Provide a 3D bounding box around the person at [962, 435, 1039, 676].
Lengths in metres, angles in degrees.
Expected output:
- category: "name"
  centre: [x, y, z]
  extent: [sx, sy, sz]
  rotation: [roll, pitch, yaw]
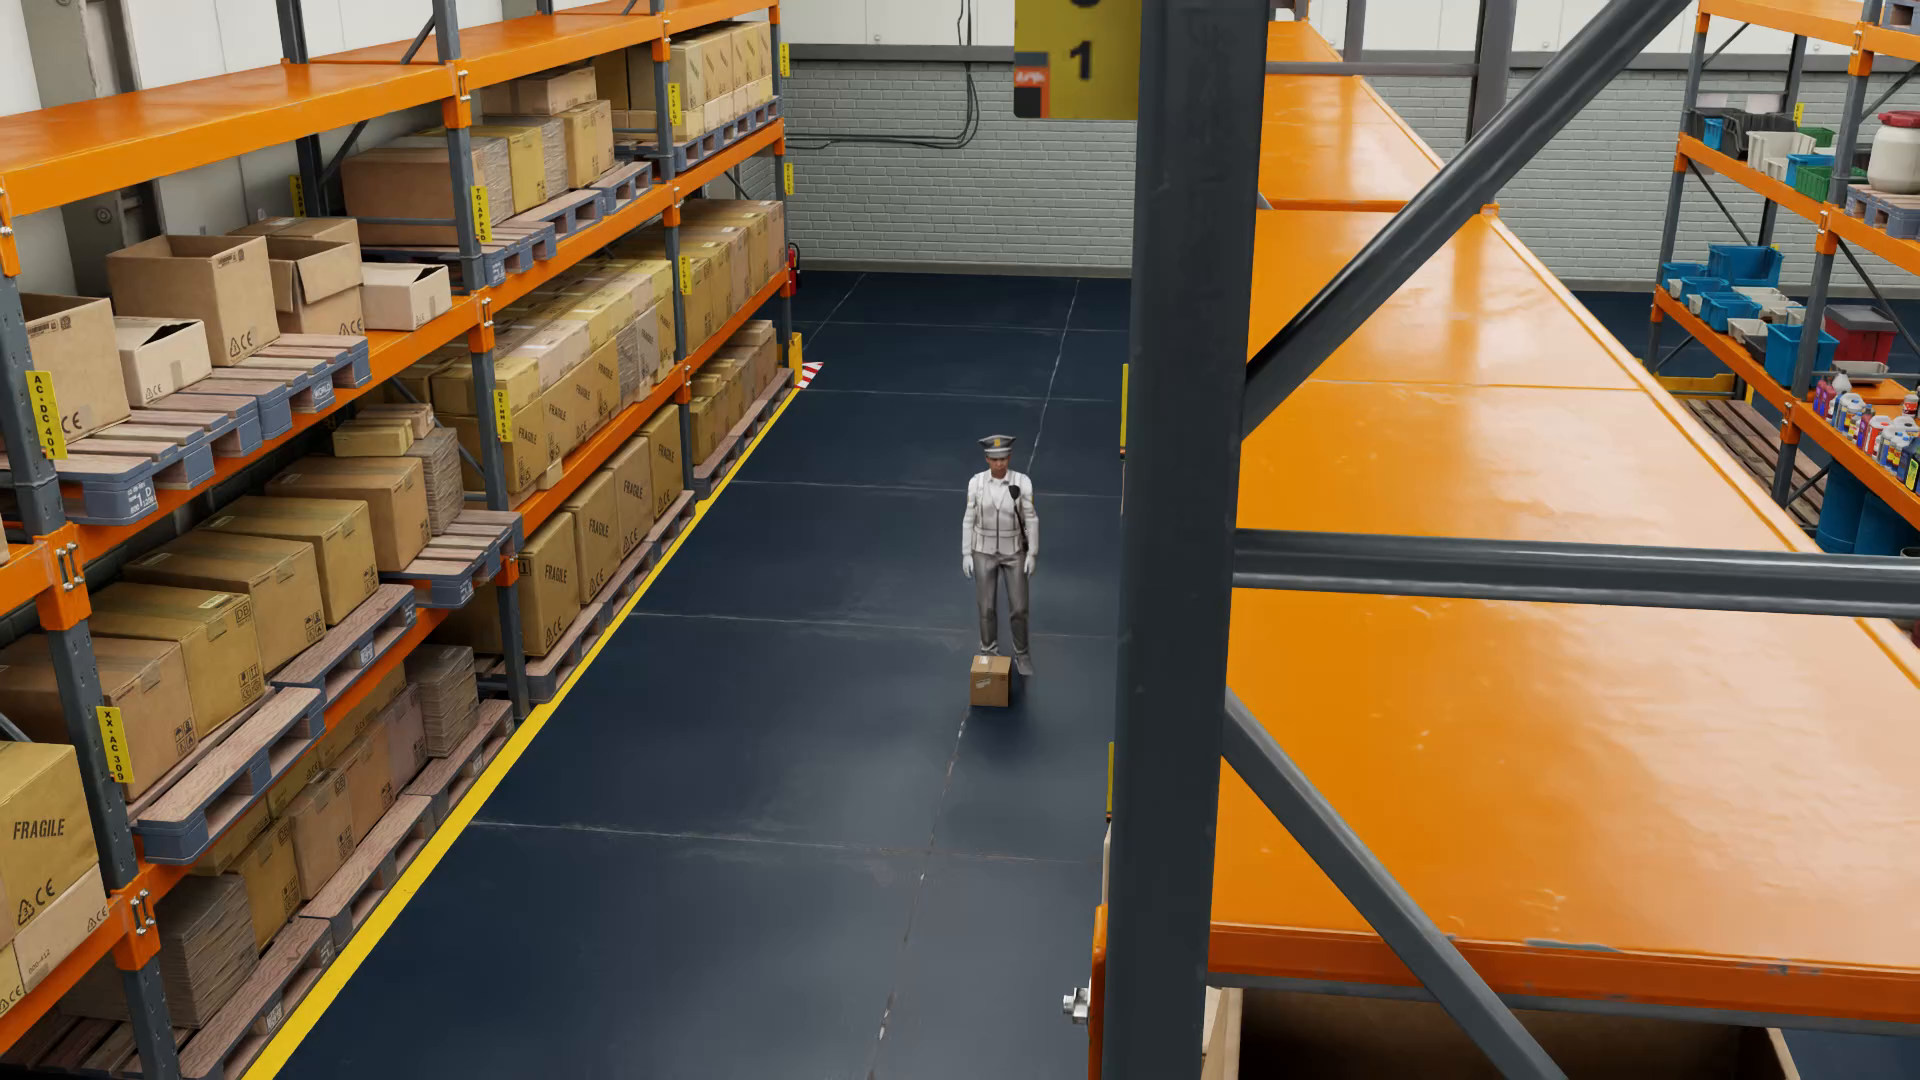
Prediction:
- category: "person"
  centre: [0.271, 0.126, 11.195]
  extent: [0.517, 1.737, 0.389]
  rotation: [3, 21, 7]
